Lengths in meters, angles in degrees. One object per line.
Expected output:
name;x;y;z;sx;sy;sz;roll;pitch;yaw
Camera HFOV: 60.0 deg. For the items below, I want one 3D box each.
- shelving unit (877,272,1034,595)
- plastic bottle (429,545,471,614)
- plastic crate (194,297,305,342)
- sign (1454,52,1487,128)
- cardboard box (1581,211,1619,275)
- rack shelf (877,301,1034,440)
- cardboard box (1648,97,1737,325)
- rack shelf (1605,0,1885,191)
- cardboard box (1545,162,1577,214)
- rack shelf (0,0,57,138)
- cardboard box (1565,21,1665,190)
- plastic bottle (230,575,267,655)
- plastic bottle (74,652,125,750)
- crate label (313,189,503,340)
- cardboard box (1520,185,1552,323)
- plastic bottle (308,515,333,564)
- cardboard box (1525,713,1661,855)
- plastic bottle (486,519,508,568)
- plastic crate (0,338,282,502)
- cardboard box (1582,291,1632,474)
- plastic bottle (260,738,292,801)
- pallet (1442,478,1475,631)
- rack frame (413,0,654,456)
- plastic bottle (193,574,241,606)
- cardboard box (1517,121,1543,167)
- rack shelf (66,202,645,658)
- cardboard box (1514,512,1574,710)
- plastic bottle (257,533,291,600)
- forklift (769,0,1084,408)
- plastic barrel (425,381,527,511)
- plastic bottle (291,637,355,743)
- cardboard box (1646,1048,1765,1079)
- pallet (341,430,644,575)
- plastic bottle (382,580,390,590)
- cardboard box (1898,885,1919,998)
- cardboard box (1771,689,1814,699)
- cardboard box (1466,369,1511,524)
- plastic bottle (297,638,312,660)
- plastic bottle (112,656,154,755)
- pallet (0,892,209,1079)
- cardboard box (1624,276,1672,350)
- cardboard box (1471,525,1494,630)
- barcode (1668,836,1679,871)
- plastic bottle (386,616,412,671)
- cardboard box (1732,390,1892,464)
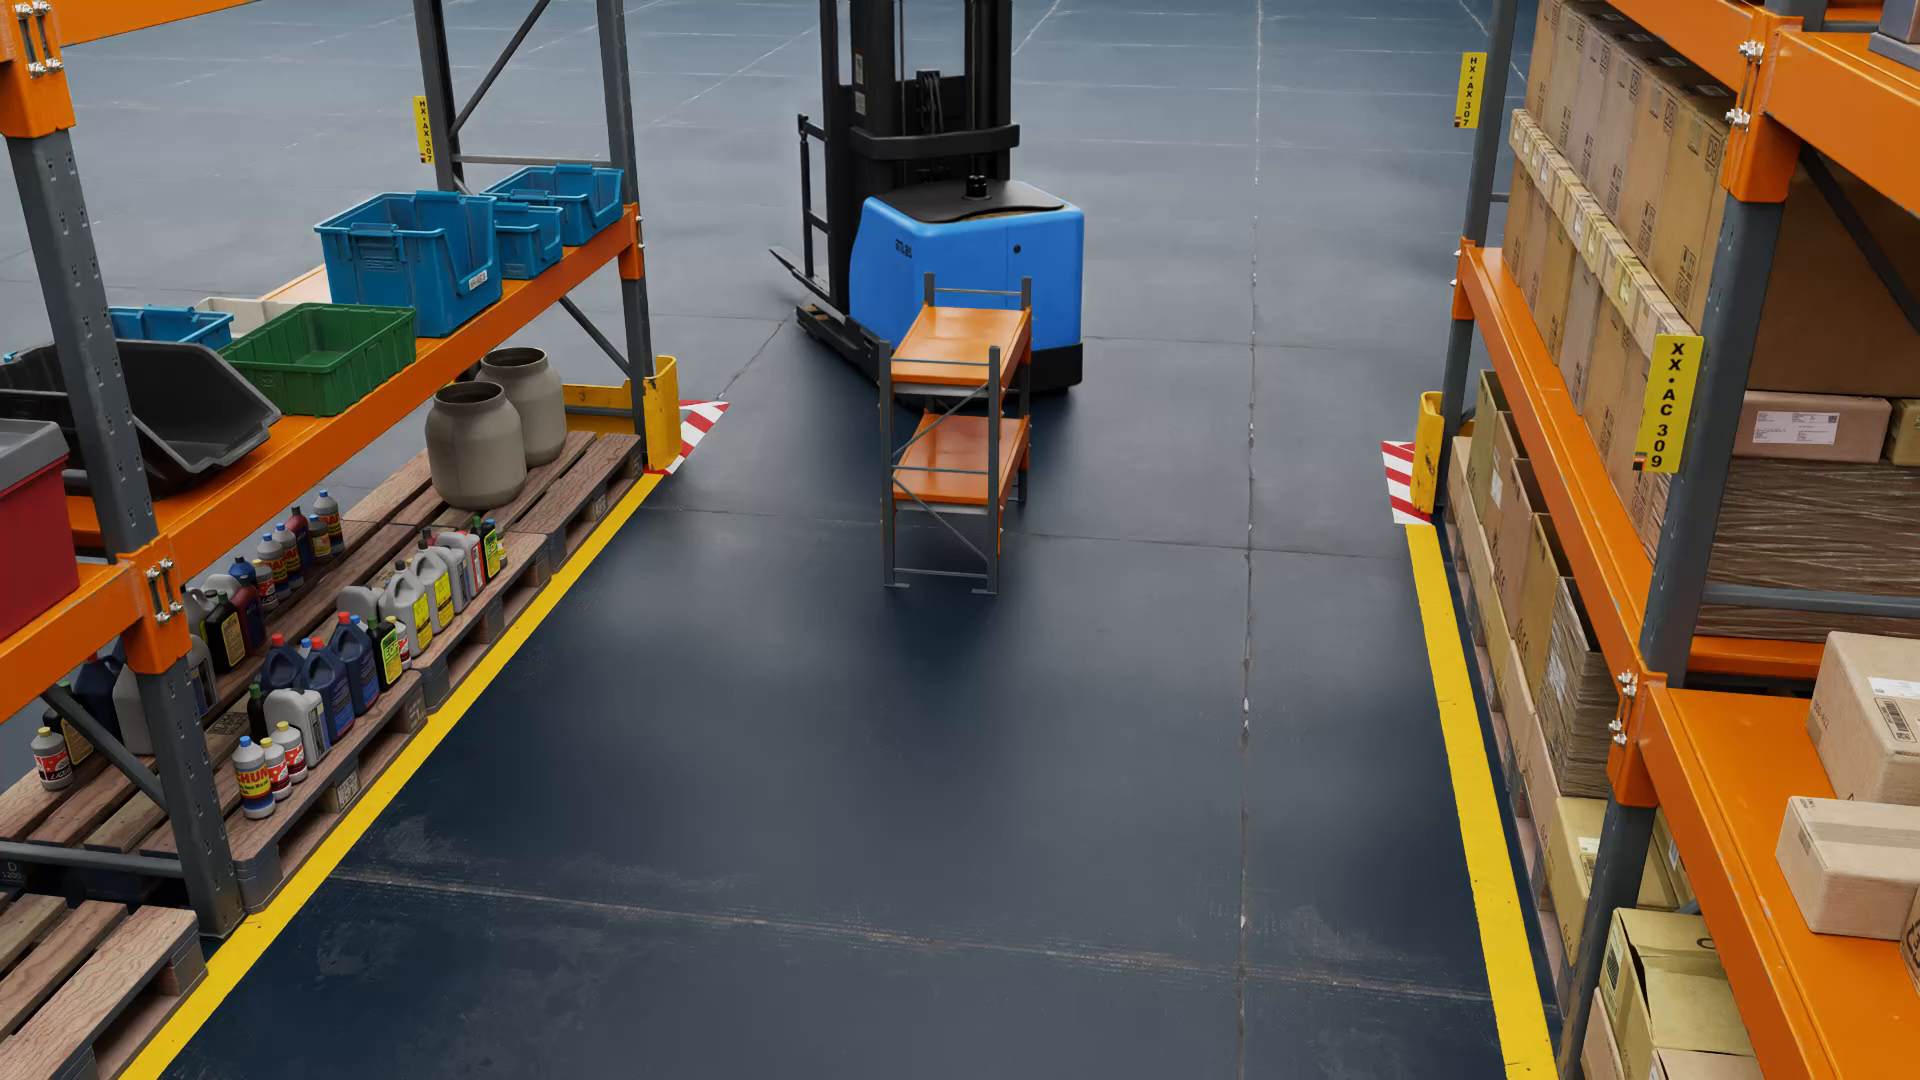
shelving unit;-0.001;-0.507;7.506;0.538;1.125;1.048;4;25;9
plastic bottle;-2.049;0.137;6.612;0.152;0.276;0.135;3;25;7
plastic crate;-2.729;-0.761;6.149;0.530;0.136;0.437;4;25;9
sign;2.249;-1.981;7.329;0.100;0.325;0.005;4;25;9
cardboard box;2.225;-0.949;5.356;0.380;0.149;0.250;5;26;10
rack shelf;-0.001;-0.772;7.381;0.538;0.278;1.000;4;25;9
cardboard box;2.290;-0.870;4.421;0.700;0.500;0.500;4;25;8
rack shelf;2.469;-1.708;5.172;1.077;0.370;4.000;4;25;9
cardboard box;2.352;-1.270;6.042;0.380;0.149;0.250;3;25;7
rack shelf;-3.071;-0.380;2.334;1.077;0.370;4.000;4;25;9
cardboard box;2.536;-1.497;5.762;0.700;0.500;0.500;4;25;9
plastic bottle;-2.703;0.282;6.295;0.061;0.283;0.133;4;25;9
plastic bottle;-2.923;0.527;5.691;0.144;0.351;0.185;3;25;7
crate label;-2.124;-1.084;6.487;0.502;0.435;0.616;4;25;9
cardboard box;2.626;-1.143;6.536;0.700;0.500;0.500;5;25;10
plastic bottle;-2.711;-0.009;7.012;0.097;0.201;0.097;0;25;0
cardboard box;2.094;0.798;5.254;0.500;0.250;0.500;4;25;9
plastic bottle;-1.958;0.010;6.973;0.097;0.201;0.097;0;25;0
plastic crate;-2.533;-0.366;5.067;0.767;0.338;0.504;4;25;9
cardboard box;2.374;-0.501;5.164;0.700;0.500;0.500;4;25;9
plastic bottle;-2.243;0.739;5.415;0.097;0.201;0.097;0;25;0
pallet;2.712;0.073;7.344;1.003;0.211;1.213;4;25;9
rack frame;-2.090;-1.857;8.179;1.000;3.000;0.127;4;25;9
plastic bottle;-2.808;0.278;6.312;0.152;0.276;0.135;4;25;9
cardboard box;2.479;-1.591;6.729;0.380;0.149;0.250;3;25;7
rack shelf;-2.417;-0.695;6.544;1.077;0.370;4.000;4;25;9
cardboard box;2.174;0.250;5.542;0.500;0.500;0.500;4;25;9
plastic bottle;-2.766;0.101;6.694;0.097;0.271;0.097;0;25;0
forklift;-0.384;-2.643;9.939;1.130;2.935;3.031;-11;27;-23
plastic barrel;-2.204;-0.430;7.570;0.421;0.512;0.421;0;25;0
plastic bottle;-2.203;0.508;5.733;0.144;0.351;0.185;5;25;10
cardboard box;1.742;1.327;3.464;0.500;0.311;0.500;4;25;8
pallet;-2.194;-0.220;7.970;1.003;0.211;1.213;4;25;9
plastic bottle;-2.198;0.251;6.458;0.097;0.201;0.097;0;25;0
cardboard box;1.914;0.656;2.693;0.500;0.500;0.500;6;26;12
cardboard box;2.527;0.704;4.571;0.500;0.500;0.500;4;25;9
cardboard box;2.409;-0.379;6.884;0.500;0.500;0.500;4;25;9
plastic bottle;-2.298;0.475;5.897;0.097;0.271;0.097;0;25;0
plastic bottle;-2.781;0.537;5.670;0.144;0.351;0.185;4;25;9
pallet;-2.834;1.410;4.488;1.003;0.211;1.213;4;25;9
cardboard box;2.100;-0.630;4.674;0.380;0.149;0.250;4;25;8
cardboard box;2.329;0.170;6.596;0.500;0.250;0.500;4;25;9
barcode;1.690;0.737;3.935;0.001;0.075;0.075;4;25;9
plastic bottle;-2.102;0.380;6.183;0.097;0.201;0.097;0;25;0
cardboard box;1.975;-0.307;3.984;0.380;0.149;0.250;4;25;8
